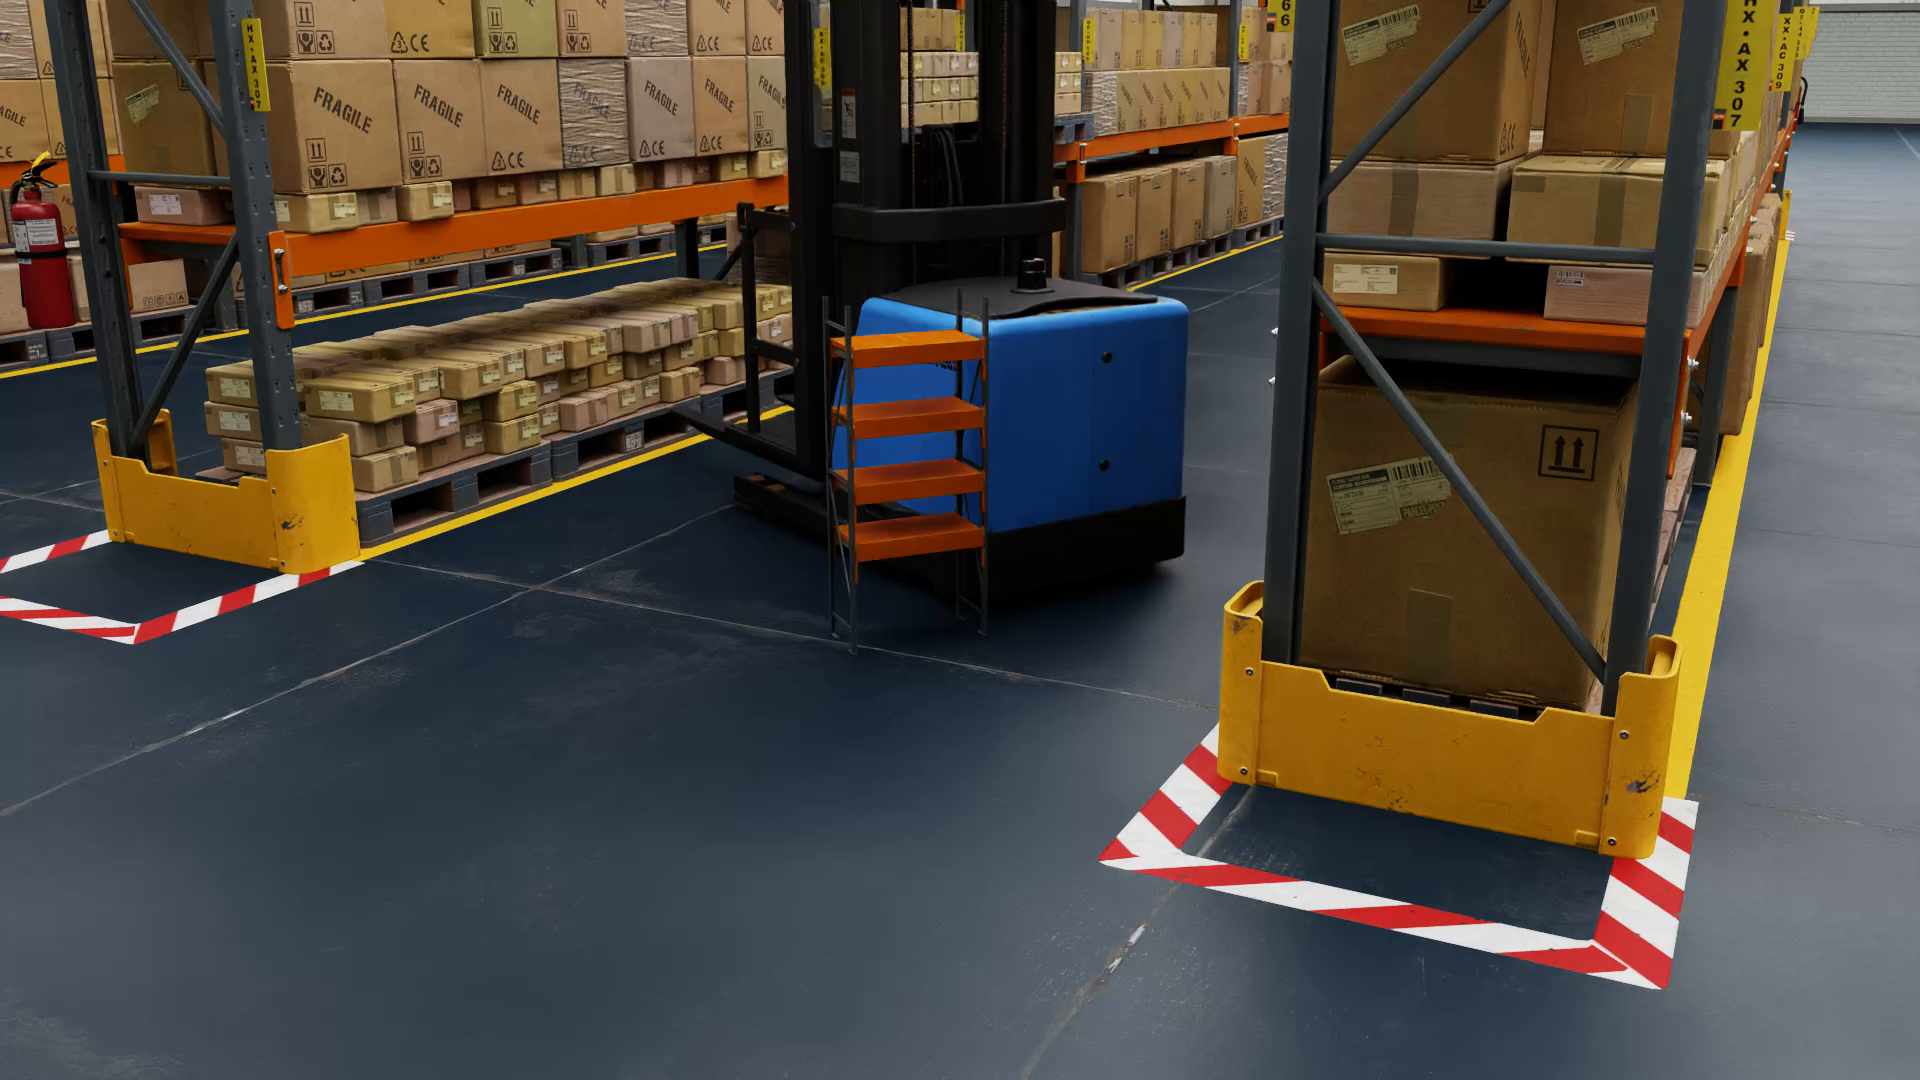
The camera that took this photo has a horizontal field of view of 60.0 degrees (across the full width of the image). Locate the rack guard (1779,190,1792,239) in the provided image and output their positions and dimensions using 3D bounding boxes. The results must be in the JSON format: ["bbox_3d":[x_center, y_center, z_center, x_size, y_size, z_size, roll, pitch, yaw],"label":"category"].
[{"bbox_3d":[8.441,-3.594,18.245,1.175,0.500,0.348,8,18,25],"label":"rack guard"}]

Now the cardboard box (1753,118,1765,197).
[{"bbox_3d":[3.542,-1.888,7.937,0.500,0.500,0.500,8,18,26],"label":"cardboard box"}]

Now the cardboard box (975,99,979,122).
[{"bbox_3d":[0.002,-2.931,11.328,0.380,0.149,0.250,7,18,23],"label":"cardboard box"}]

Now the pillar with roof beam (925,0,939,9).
[{"bbox_3d":[3.263,-12.025,31.704,9.100,9.000,0.400,8,18,25],"label":"pillar with roof beam"}]

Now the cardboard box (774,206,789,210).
[{"bbox_3d":[-0.931,-2.125,11.246,0.500,0.250,0.500,9,19,28],"label":"cardboard box"}]

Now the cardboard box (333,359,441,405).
[{"bbox_3d":[-2.513,-0.688,7.298,0.380,0.149,0.250,8,19,26],"label":"cardboard box"}]

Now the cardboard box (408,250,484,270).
[{"bbox_3d":[-4.751,-2.825,14.262,0.875,0.875,0.875,8,18,26],"label":"cardboard box"}]

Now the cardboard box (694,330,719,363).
[{"bbox_3d":[-1.550,-1.076,9.125,0.380,0.149,0.250,8,18,26],"label":"cardboard box"}]

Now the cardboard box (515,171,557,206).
[{"bbox_3d":[-2.112,-1.653,7.764,0.380,0.149,0.250,8,18,24],"label":"cardboard box"}]

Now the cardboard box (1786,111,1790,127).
[{"bbox_3d":[7.176,-3.750,14.824,0.380,0.149,0.250,8,18,25],"label":"cardboard box"}]

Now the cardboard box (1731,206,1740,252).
[{"bbox_3d":[2.581,-1.123,5.977,0.380,0.149,0.250,8,19,26],"label":"cardboard box"}]

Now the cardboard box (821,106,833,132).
[{"bbox_3d":[-0.692,-2.534,9.992,0.380,0.149,0.250,7,18,23],"label":"cardboard box"}]

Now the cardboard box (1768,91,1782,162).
[{"bbox_3d":[4.901,-2.664,10.550,0.500,0.500,0.500,9,19,27],"label":"cardboard box"}]

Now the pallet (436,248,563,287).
[{"bbox_3d":[-4.386,-2.506,15.092,1.003,0.211,1.213,8,18,25],"label":"pallet"}]

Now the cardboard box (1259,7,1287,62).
[{"bbox_3d":[2.997,-5.403,17.788,0.875,0.550,0.550,8,18,25],"label":"cardboard box"}]

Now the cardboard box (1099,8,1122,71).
[{"bbox_3d":[0.942,-4.200,13.964,0.700,0.500,0.500,8,18,25],"label":"cardboard box"}]

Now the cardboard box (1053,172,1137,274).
[{"bbox_3d":[0.860,-2.697,14.049,1.050,0.750,0.750,8,18,25],"label":"cardboard box"}]

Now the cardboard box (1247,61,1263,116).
[{"bbox_3d":[2.675,-4.759,17.517,0.875,0.550,0.550,8,18,25],"label":"cardboard box"}]

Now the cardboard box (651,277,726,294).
[{"bbox_3d":[-1.619,-1.470,9.930,0.380,0.149,0.250,9,19,28],"label":"cardboard box"}]

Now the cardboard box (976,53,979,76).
[{"bbox_3d":[0.002,-3.218,11.249,0.380,0.149,0.250,9,19,27],"label":"cardboard box"}]

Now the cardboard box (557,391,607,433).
[{"bbox_3d":[-1.968,-0.642,8.187,0.380,0.149,0.250,7,18,23],"label":"cardboard box"}]

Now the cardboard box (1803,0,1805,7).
[{"bbox_3d":[7.116,-4.544,14.602,0.500,0.500,0.500,8,18,25],"label":"cardboard box"}]

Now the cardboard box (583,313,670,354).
[{"bbox_3d":[-1.723,-1.066,8.570,0.380,0.149,0.250,7,18,23],"label":"cardboard box"}]

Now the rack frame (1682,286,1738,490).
[{"bbox_3d":[3.112,-1.755,7.664,1.000,3.000,0.127,8,18,25],"label":"rack frame"}]

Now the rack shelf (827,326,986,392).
[{"bbox_3d":[-0.182,-0.614,5.604,0.480,0.148,0.258,-7,18,-23],"label":"rack shelf"}]

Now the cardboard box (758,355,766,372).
[{"bbox_3d":[-1.341,-1.047,9.552,0.380,0.149,0.250,9,19,27],"label":"cardboard box"}]

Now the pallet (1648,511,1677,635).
[{"bbox_3d":[2.159,0.078,6.392,1.003,0.211,1.213,8,18,25],"label":"pallet"}]

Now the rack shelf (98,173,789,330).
[{"bbox_3d":[-2.173,-1.557,8.262,1.077,0.370,4.000,8,18,25],"label":"rack shelf"}]

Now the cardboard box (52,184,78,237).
[{"bbox_3d":[-8.869,-3.273,16.429,0.500,0.500,0.500,9,19,28],"label":"cardboard box"}]

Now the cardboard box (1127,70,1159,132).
[{"bbox_3d":[1.400,-3.816,14.430,0.500,0.500,0.500,8,18,25],"label":"cardboard box"}]

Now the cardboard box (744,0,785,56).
[{"bbox_3d":[-1.248,-2.927,9.157,0.500,0.500,0.500,7,18,23],"label":"cardboard box"}]

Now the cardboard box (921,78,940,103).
[{"bbox_3d":[-0.347,-2.875,10.617,0.380,0.149,0.250,7,18,23],"label":"cardboard box"}]

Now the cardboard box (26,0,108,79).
[{"bbox_3d":[-5.951,-3.259,10.797,0.500,0.500,0.500,8,18,25],"label":"cardboard box"}]

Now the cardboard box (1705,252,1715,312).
[{"bbox_3d":[1.892,-0.729,4.653,0.380,0.149,0.250,8,18,25],"label":"cardboard box"}]

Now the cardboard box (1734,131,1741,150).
[{"bbox_3d":[2.231,-1.514,5.277,0.500,0.500,0.500,8,18,24],"label":"cardboard box"}]

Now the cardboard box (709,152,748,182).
[{"bbox_3d":[-1.388,-2.048,9.094,0.380,0.149,0.250,9,19,28],"label":"cardboard box"}]

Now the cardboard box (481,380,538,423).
[{"bbox_3d":[-2.188,-0.658,7.720,0.380,0.149,0.250,9,19,27],"label":"cardboard box"}]

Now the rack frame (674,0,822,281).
[{"bbox_3d":[-1.280,-2.411,9.875,1.000,3.000,0.127,8,18,25],"label":"rack frame"}]

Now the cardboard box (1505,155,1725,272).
[{"bbox_3d":[1.781,-0.894,4.508,0.500,0.250,0.500,8,18,24],"label":"cardboard box"}]

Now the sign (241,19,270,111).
[{"bbox_3d":[-2.582,-1.739,6.089,0.100,0.325,0.005,8,18,25],"label":"sign"}]

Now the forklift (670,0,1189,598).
[{"bbox_3d":[-0.354,-1.554,7.108,1.130,2.935,3.031,-11,20,-33],"label":"forklift"}]

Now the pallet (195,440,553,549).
[{"bbox_3d":[-2.638,-0.278,7.588,1.003,0.211,1.213,8,18,25],"label":"pallet"}]

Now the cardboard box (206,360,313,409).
[{"bbox_3d":[-3.057,-0.679,7.268,0.380,0.149,0.250,8,18,26],"label":"cardboard box"}]

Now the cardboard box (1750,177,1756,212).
[{"bbox_3d":[3.269,-1.515,7.298,0.380,0.149,0.250,8,18,26],"label":"cardboard box"}]

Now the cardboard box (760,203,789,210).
[{"bbox_3d":[-2.411,-3.861,18.633,0.950,0.372,0.625,8,18,26],"label":"cardboard box"}]

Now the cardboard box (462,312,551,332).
[{"bbox_3d":[-2.340,-1.075,8.600,0.380,0.149,0.250,8,18,26],"label":"cardboard box"}]

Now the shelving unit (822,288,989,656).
[{"bbox_3d":[-0.182,-0.237,5.715,0.503,1.200,0.258,-7,18,-23],"label":"shelving unit"}]

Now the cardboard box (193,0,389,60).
[{"bbox_3d":[-2.629,-2.143,6.517,0.500,0.500,0.500,8,18,25],"label":"cardboard box"}]

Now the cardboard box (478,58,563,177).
[{"bbox_3d":[-2.173,-1.925,7.539,0.500,0.500,0.500,8,18,26],"label":"cardboard box"}]

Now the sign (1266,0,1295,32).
[{"bbox_3d":[0.846,-1.477,4.279,0.100,0.325,0.005,8,18,25],"label":"sign"}]
